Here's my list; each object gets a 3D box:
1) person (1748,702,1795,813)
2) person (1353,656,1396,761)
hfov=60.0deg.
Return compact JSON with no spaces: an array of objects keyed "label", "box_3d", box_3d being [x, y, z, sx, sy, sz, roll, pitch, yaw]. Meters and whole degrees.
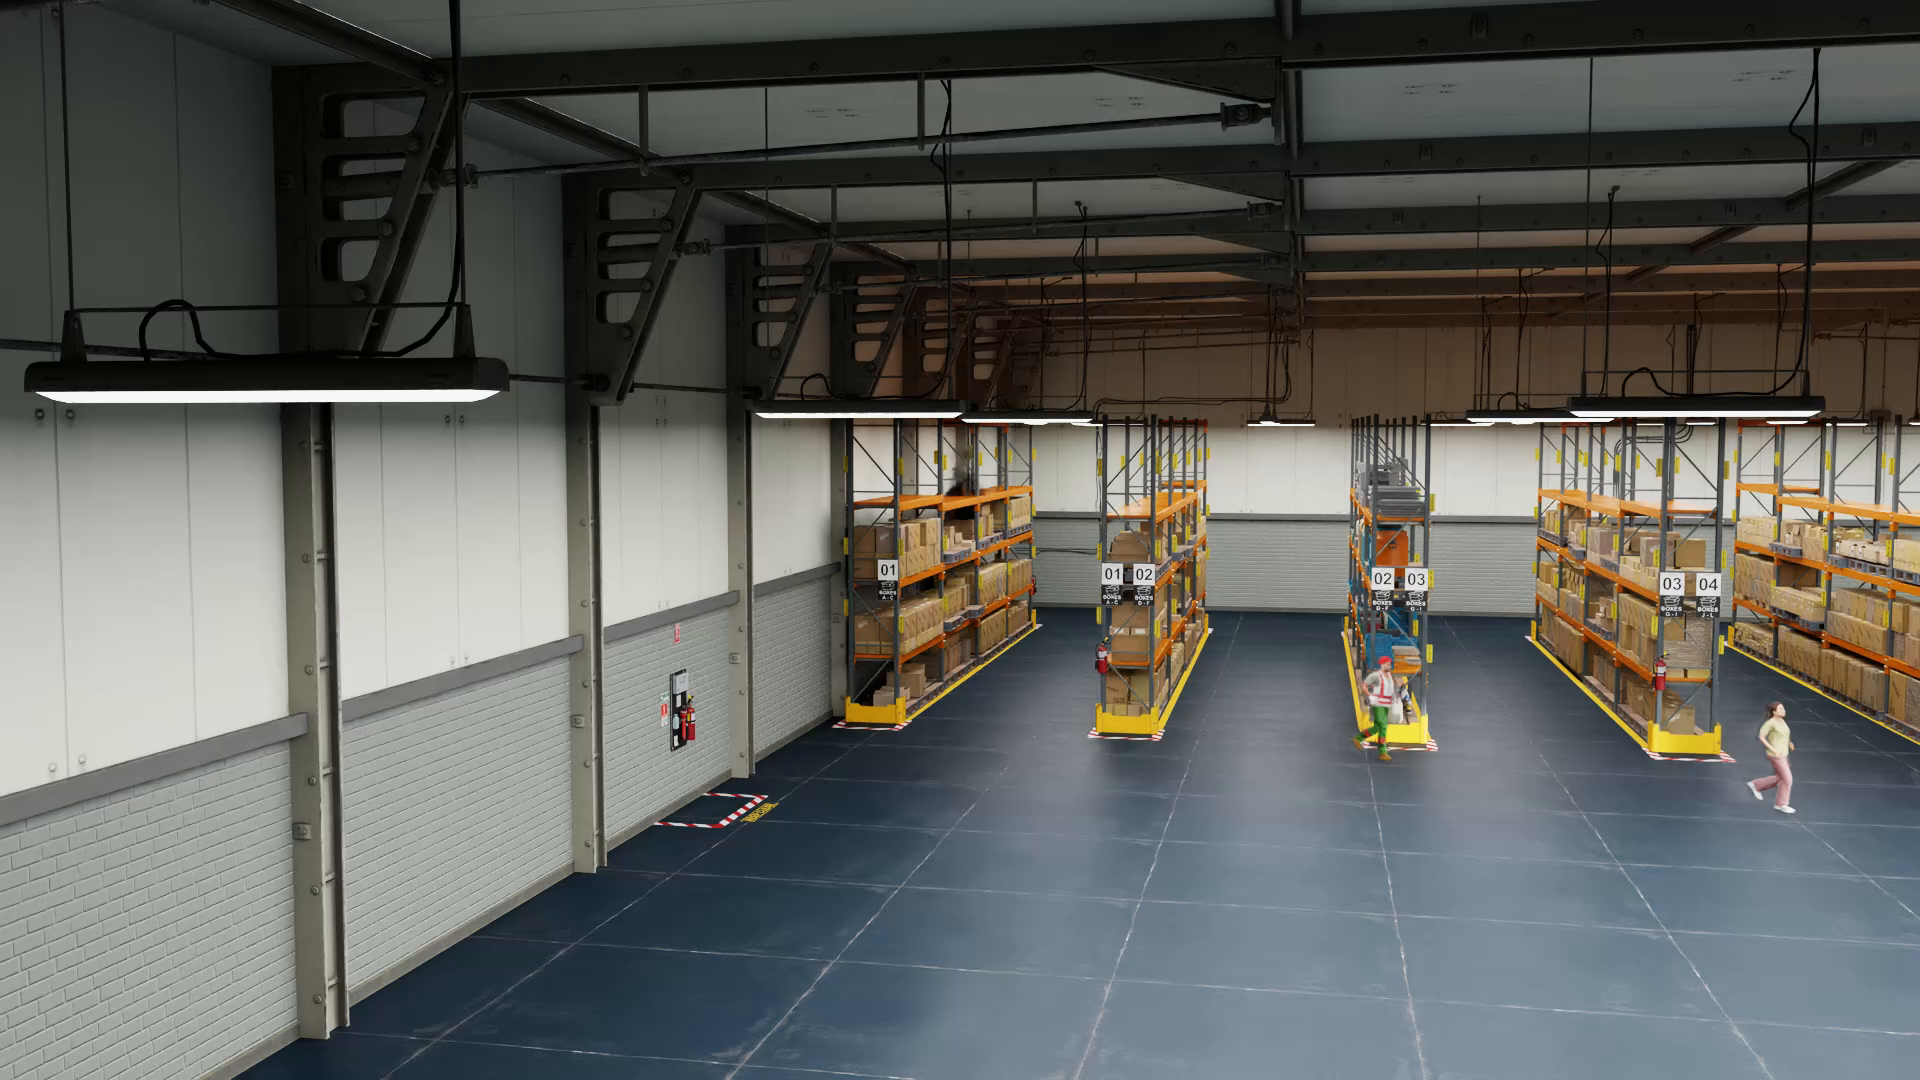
[{"label":"person","box_3d":[12.248,3.243,25.043,0.575,1.653,0.687,-3,5,-42]},{"label":"person","box_3d":[7.359,2.908,29.159,0.698,1.764,0.903,-3,5,-40]}]
